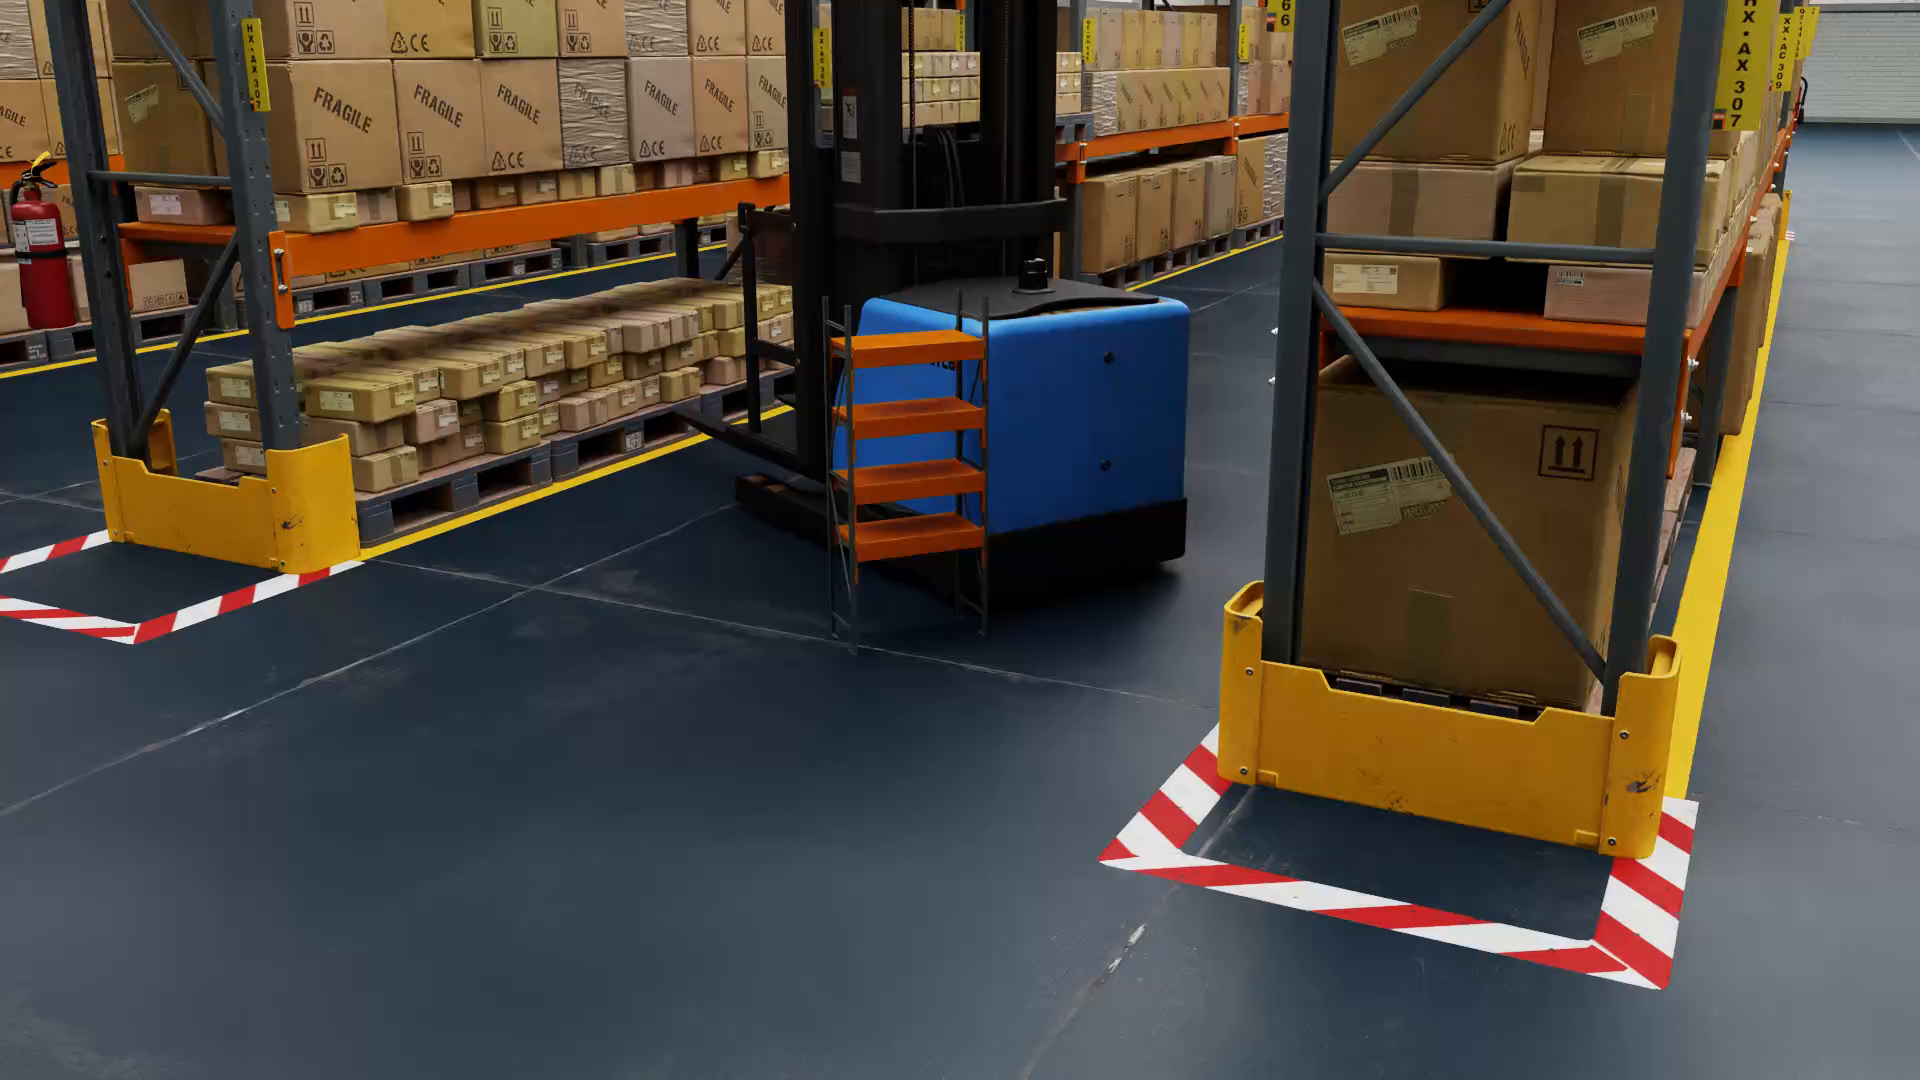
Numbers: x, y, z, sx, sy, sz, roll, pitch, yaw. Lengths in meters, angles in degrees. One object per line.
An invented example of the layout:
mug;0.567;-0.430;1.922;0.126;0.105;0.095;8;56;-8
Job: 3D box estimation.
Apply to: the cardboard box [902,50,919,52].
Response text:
cardboard box;-0.842;-5.835;20.704;0.500;0.500;0.500;8;18;25

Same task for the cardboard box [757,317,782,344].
cardboard box;-1.246;-1.198;9.535;0.380;0.149;0.250;7;18;23

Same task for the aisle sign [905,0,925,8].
aisle sign;-0.641;-7.373;22.015;0.394;0.787;0.004;8;18;25

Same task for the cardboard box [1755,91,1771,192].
cardboard box;3.765;-2.016;8.368;0.500;0.500;0.500;8;18;25

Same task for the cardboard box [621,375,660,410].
cardboard box;-1.789;-0.781;8.656;0.380;0.149;0.250;8;19;26

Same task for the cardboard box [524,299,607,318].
cardboard box;-2.147;-1.213;9.064;0.380;0.149;0.250;9;19;27

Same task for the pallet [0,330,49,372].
pallet;-6.707;-1.183;10.637;1.003;0.211;1.213;8;18;25

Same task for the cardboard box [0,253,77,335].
cardboard box;-6.529;-1.614;10.953;0.875;0.438;0.875;8;18;24

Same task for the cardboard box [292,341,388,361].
cardboard box;-2.891;-0.818;7.736;0.380;0.149;0.250;8;18;24

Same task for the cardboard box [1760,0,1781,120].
cardboard box;3.146;-2.034;7.027;0.500;0.500;0.500;9;19;27

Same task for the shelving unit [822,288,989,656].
shelving unit;-0.182;-0.237;5.715;0.503;1.200;0.258;-7;18;-23

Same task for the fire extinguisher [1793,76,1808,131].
fire extinguisher;8.938;-4.745;17.866;0.296;0.674;0.183;8;18;25

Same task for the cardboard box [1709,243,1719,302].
cardboard box;2.006;-0.795;4.872;0.380;0.149;0.250;8;18;24

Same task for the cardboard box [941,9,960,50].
cardboard box;-0.424;-6.584;21.469;0.700;0.500;0.500;8;18;24

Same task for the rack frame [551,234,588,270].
rack frame;-3.966;-4.034;15.339;1.000;3.000;0.127;8;18;25

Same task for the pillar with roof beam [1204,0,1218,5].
pillar with roof beam;11.306;-16.610;47.141;9.100;9.000;0.400;8;18;25

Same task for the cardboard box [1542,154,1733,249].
cardboard box;2.007;-1.028;4.957;0.500;0.250;0.500;8;18;25

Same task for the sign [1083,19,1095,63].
sign;0.997;-3.881;12.927;0.100;0.325;0.005;8;18;25

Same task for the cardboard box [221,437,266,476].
cardboard box;-3.018;-0.388;7.331;0.380;0.149;0.250;8;19;26

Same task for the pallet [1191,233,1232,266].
pallet;2.018;-2.906;16.439;1.003;0.211;1.213;8;18;25

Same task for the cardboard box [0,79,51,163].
cardboard box;-6.168;-2.651;10.506;0.500;0.500;0.500;8;18;25

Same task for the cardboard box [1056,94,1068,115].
cardboard box;0.586;-3.264;12.449;0.380;0.149;0.250;8;18;25

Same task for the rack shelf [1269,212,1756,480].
rack shelf;2.219;-0.900;6.051;1.077;0.370;4.000;8;18;25

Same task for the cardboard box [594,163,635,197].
cardboard box;-1.832;-1.781;8.194;0.380;0.149;0.250;9;19;26

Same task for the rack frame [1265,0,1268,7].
rack frame;4.082;-5.468;20.166;1.000;3.000;0.127;8;18;25

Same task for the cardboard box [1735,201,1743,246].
cardboard box;2.695;-1.187;6.195;0.380;0.149;0.250;8;18;24

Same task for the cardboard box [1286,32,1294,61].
cardboard box;3.226;-5.539;18.246;0.875;0.550;0.500;8;18;25

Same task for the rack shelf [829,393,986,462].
rack shelf;-0.182;-0.387;5.671;0.480;0.148;0.258;-7;18;-23

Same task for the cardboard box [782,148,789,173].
cardboard box;-1.198;-2.188;9.565;0.380;0.149;0.250;8;18;25

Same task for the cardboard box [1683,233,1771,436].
cardboard box;3.381;-1.103;8.464;1.225;0.875;0.875;8;18;26

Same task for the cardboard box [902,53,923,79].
cardboard box;-0.456;-2.956;10.367;0.380;0.149;0.250;8;18;26

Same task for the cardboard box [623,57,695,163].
cardboard box;-1.700;-2.184;8.412;0.500;0.500;0.500;8;18;25

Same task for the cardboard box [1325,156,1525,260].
cardboard box;1.304;-0.964;4.742;0.500;0.250;0.500;8;18;24

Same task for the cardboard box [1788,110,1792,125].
cardboard box;7.514;-3.941;15.466;0.380;0.149;0.250;8;18;25

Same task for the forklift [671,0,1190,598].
forklift;-0.349;-1.552;7.101;1.130;2.935;3.031;-11;20;-33

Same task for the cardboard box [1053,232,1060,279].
cardboard box;0.448;-2.232;12.925;0.500;0.500;0.500;8;18;25

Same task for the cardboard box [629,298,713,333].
cardboard box;-1.575;-1.217;9.078;0.380;0.149;0.250;9;19;27

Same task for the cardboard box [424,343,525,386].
cardboard box;-2.249;-0.810;7.707;0.380;0.149;0.250;7;18;23

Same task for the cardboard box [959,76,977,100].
cardboard box;-0.110;-3.012;11.077;0.380;0.149;0.250;8;18;24

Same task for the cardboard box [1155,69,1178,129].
cardboard box;1.625;-3.943;14.856;0.500;0.500;0.500;8;18;25

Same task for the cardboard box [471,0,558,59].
cardboard box;-2.157;-2.402;7.389;0.500;0.500;0.500;8;18;24

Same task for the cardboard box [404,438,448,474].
cardboard box;-2.503;-0.397;7.362;0.380;0.149;0.250;8;18;25

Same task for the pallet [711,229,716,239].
pallet;-2.525;-3.518;18.498;1.003;0.211;1.213;8;18;25

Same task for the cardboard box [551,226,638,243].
cardboard box;-3.704;-3.119;16.133;0.950;0.372;0.625;7;18;22

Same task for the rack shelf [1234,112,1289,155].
rack shelf;3.189;-4.614;18.553;1.077;0.370;4.000;8;18;25

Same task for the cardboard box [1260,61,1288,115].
cardboard box;3.021;-4.882;17.930;0.875;0.550;0.550;8;18;25

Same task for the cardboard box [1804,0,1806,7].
cardboard box;7.338;-4.672;15.032;0.500;0.500;0.500;8;18;25

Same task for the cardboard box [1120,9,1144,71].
cardboard box;1.169;-4.331;14.405;0.700;0.500;0.500;8;18;25

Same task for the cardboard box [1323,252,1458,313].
cardboard box;1.190;-0.748;4.715;0.380;0.149;0.250;8;19;26

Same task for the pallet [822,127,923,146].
pallet;-0.808;-2.496;10.495;1.003;0.211;1.213;8;18;25

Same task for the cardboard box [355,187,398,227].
cardboard box;-2.552;-1.383;6.854;0.380;0.149;0.250;9;19;27

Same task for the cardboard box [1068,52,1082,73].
cardboard box;0.699;-3.613;12.580;0.380;0.149;0.250;7;18;23

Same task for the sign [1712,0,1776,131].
sign;1.819;-1.117;3.856;0.100;0.325;0.005;8;18;25

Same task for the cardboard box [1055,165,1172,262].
cardboard box;1.248;-2.920;14.801;1.050;0.750;0.750;8;19;26

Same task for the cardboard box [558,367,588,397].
cardboard box;-2.071;-0.812;8.238;0.380;0.149;0.250;9;19;28
